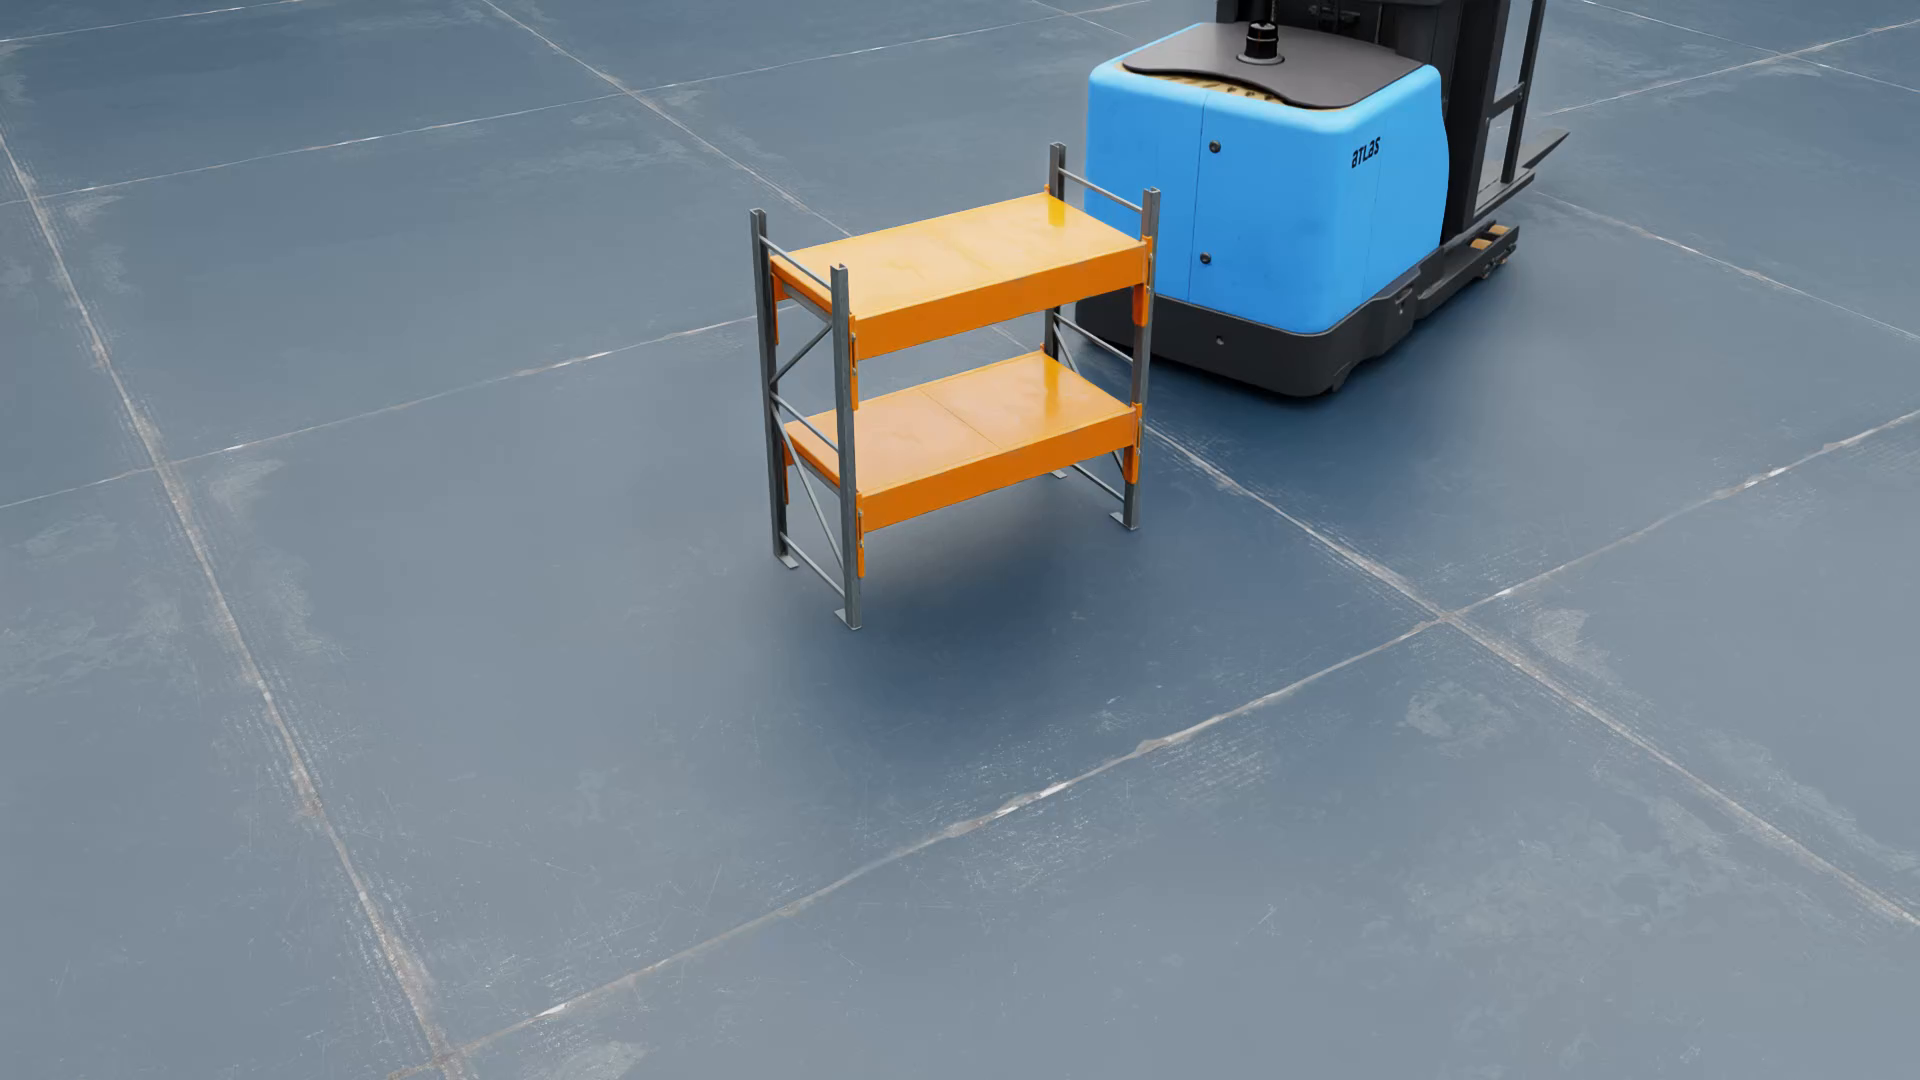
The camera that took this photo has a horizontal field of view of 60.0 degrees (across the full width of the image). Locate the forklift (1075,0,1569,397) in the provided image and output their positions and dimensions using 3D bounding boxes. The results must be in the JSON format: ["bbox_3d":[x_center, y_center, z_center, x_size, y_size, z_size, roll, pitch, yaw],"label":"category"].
[{"bbox_3d":[1.732,-2.479,6.432,1.130,2.935,3.031,22,38,31],"label":"forklift"}]

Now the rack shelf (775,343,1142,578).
[{"bbox_3d":[-0.006,-0.267,5.077,1.000,0.278,0.538,-19,37,-27],"label":"rack shelf"}]

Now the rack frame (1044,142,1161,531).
[{"bbox_3d":[0.422,-0.621,5.180,0.032,1.125,0.500,-19,37,-27],"label":"rack frame"}]

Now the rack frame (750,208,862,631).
[{"bbox_3d":[-0.433,-0.327,4.714,0.032,1.125,0.500,-19,37,-27],"label":"rack frame"}]

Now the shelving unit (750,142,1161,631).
[{"bbox_3d":[-0.006,-0.474,4.947,1.048,1.125,0.538,-19,37,-27],"label":"shelving unit"}]

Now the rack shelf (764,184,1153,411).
[{"bbox_3d":[-0.006,-0.721,4.791,1.000,0.278,0.538,-19,37,-27],"label":"rack shelf"}]
